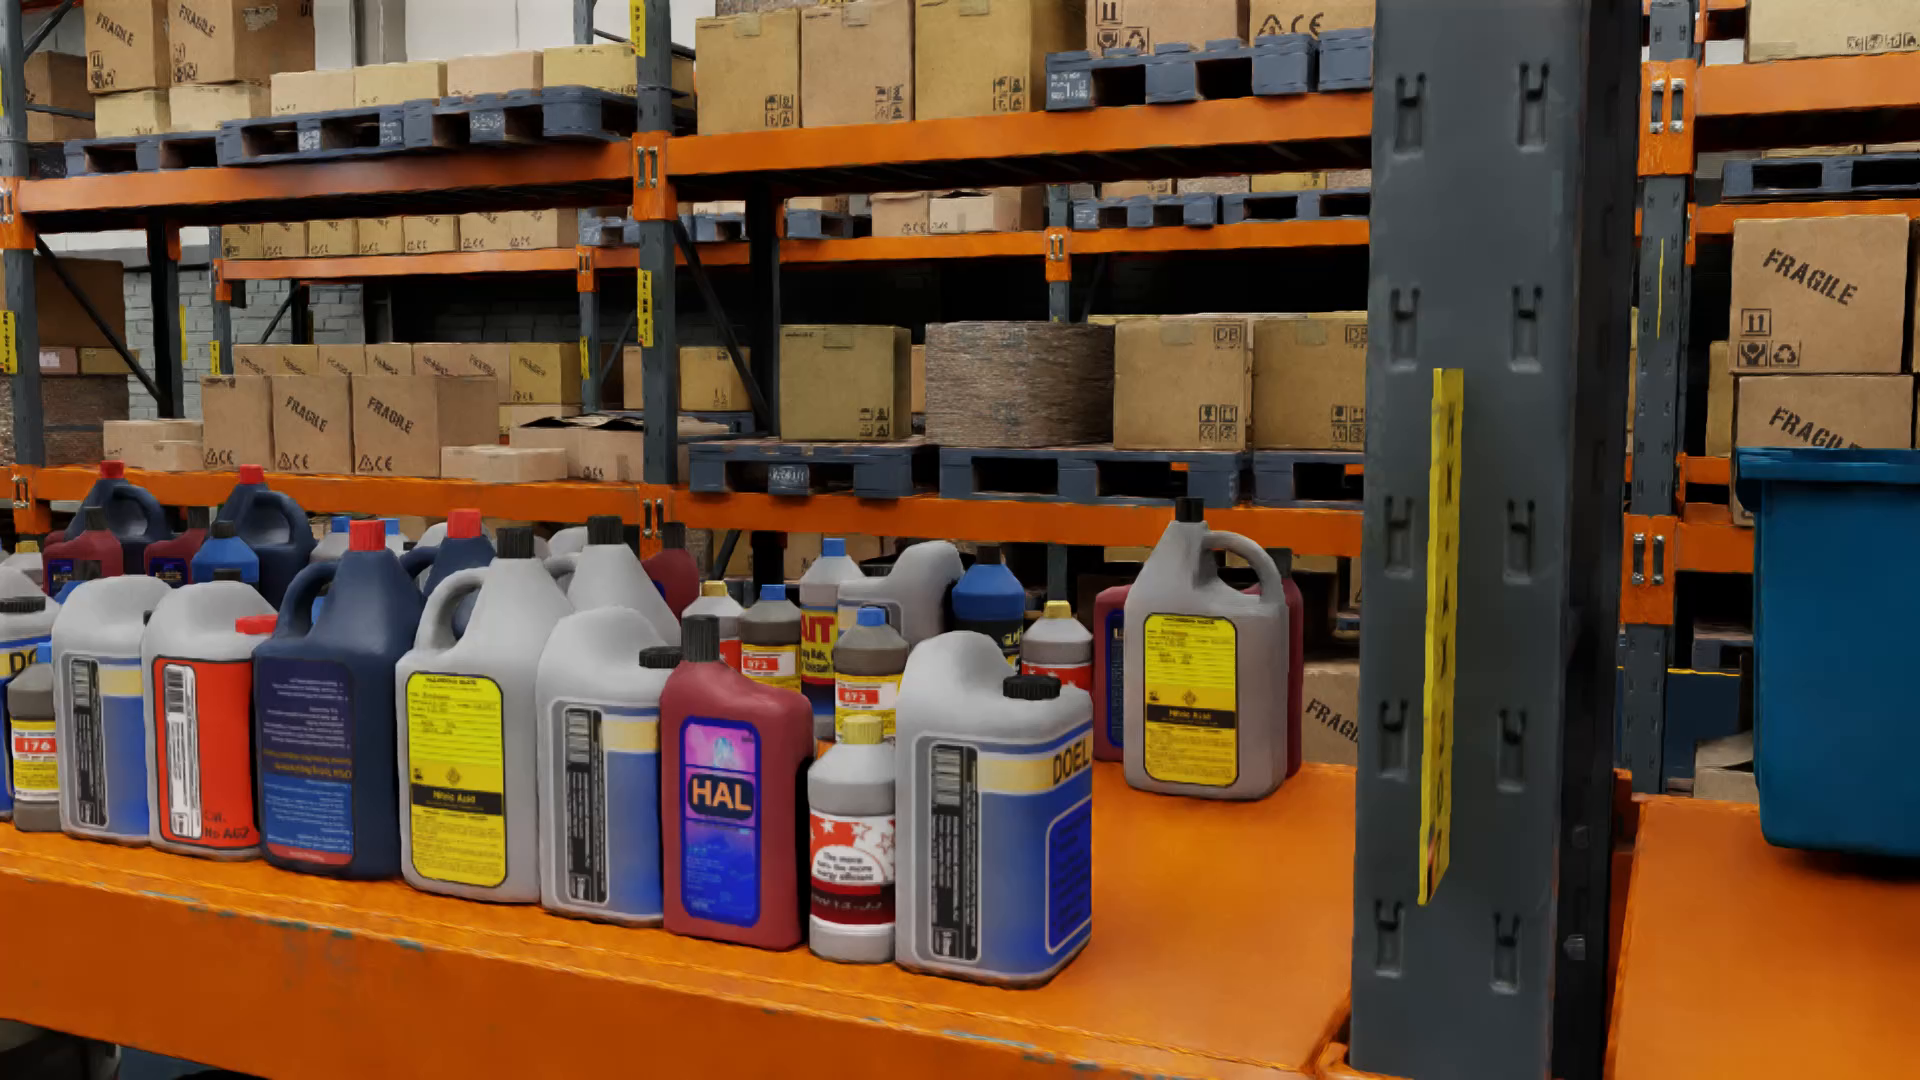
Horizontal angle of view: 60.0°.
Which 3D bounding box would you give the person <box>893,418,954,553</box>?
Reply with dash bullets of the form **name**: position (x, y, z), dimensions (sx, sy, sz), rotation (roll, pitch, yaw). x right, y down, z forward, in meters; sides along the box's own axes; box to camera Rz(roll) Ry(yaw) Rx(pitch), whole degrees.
- **person**: position (-0.222, -0.047, 10.398), dimensions (0.600, 1.635, 0.448), rotation (0, 6, 5)
